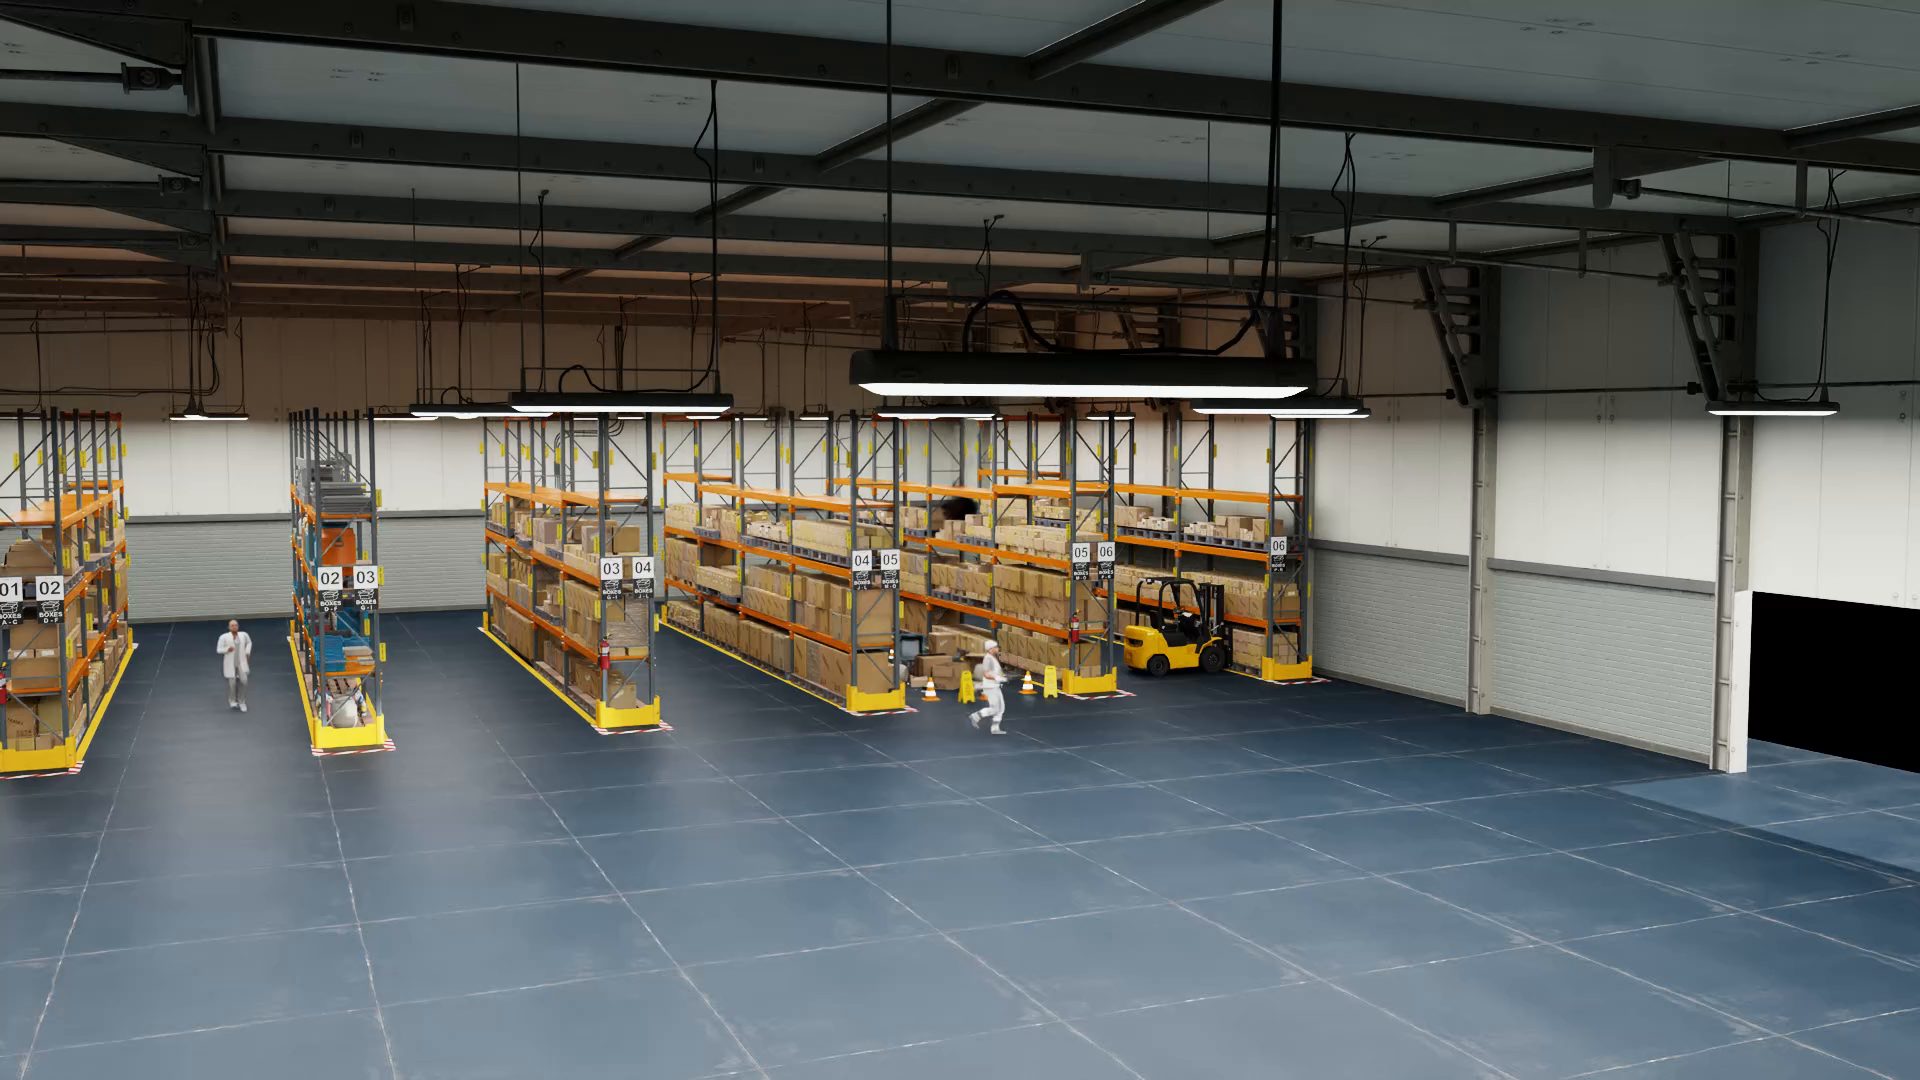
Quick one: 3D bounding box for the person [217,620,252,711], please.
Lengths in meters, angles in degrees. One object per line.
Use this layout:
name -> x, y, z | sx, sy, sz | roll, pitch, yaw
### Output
person -> -14.452, 2.514, 33.191 | 0.685, 1.826, 0.777 | -2, 5, -32

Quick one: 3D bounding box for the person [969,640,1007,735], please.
person -> 0.536, 2.708, 30.546 | 0.714, 1.749, 0.653 | 1, 4, 11

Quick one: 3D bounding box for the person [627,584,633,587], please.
person -> -9.416, 1.606, 47.628 | 0.537, 1.533, 0.583 | 0, 4, 4
